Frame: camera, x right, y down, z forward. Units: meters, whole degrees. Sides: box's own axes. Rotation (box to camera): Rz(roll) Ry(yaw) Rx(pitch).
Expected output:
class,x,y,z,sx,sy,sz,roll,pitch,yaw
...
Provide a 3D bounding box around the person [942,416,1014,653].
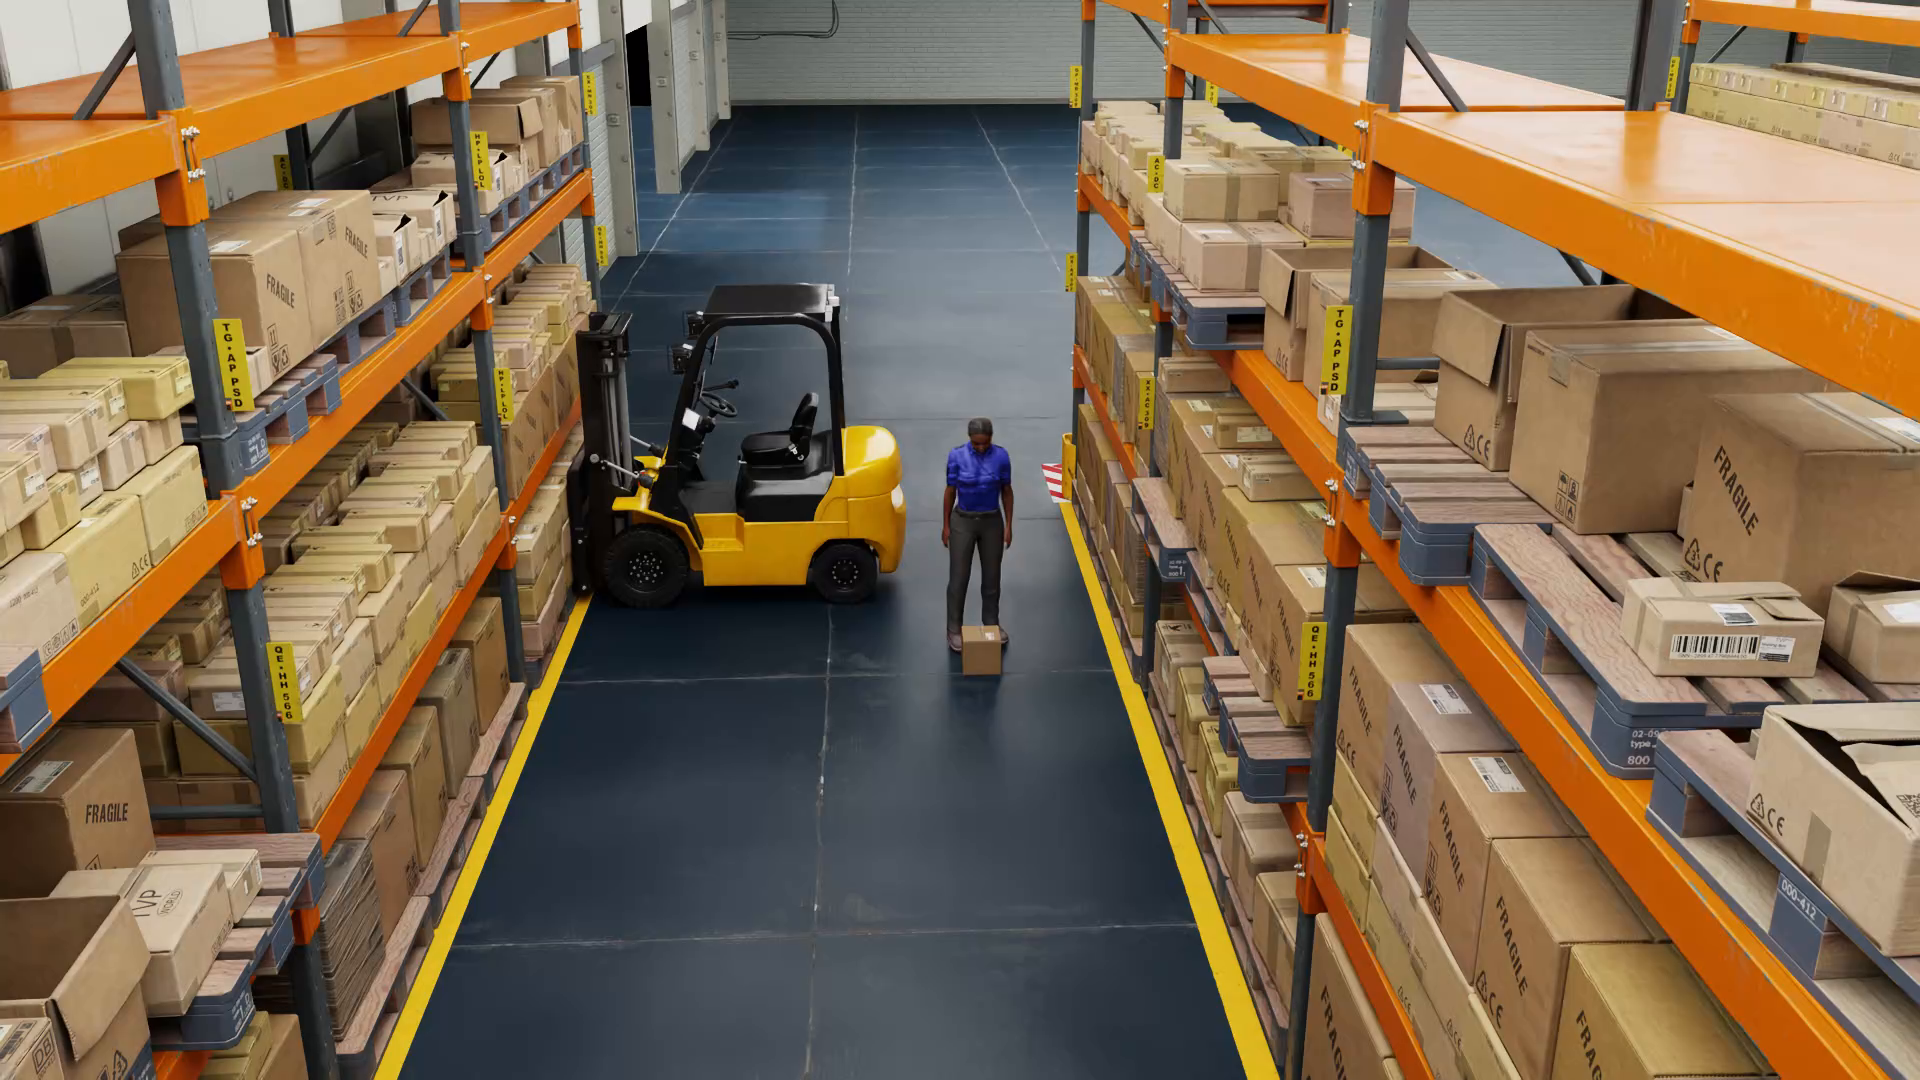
class,x,y,z,sx,sy,sz,roll,pitch,yaw
person,0.132,-0.063,11.231,0.480,1.639,0.368,-4,21,-10
